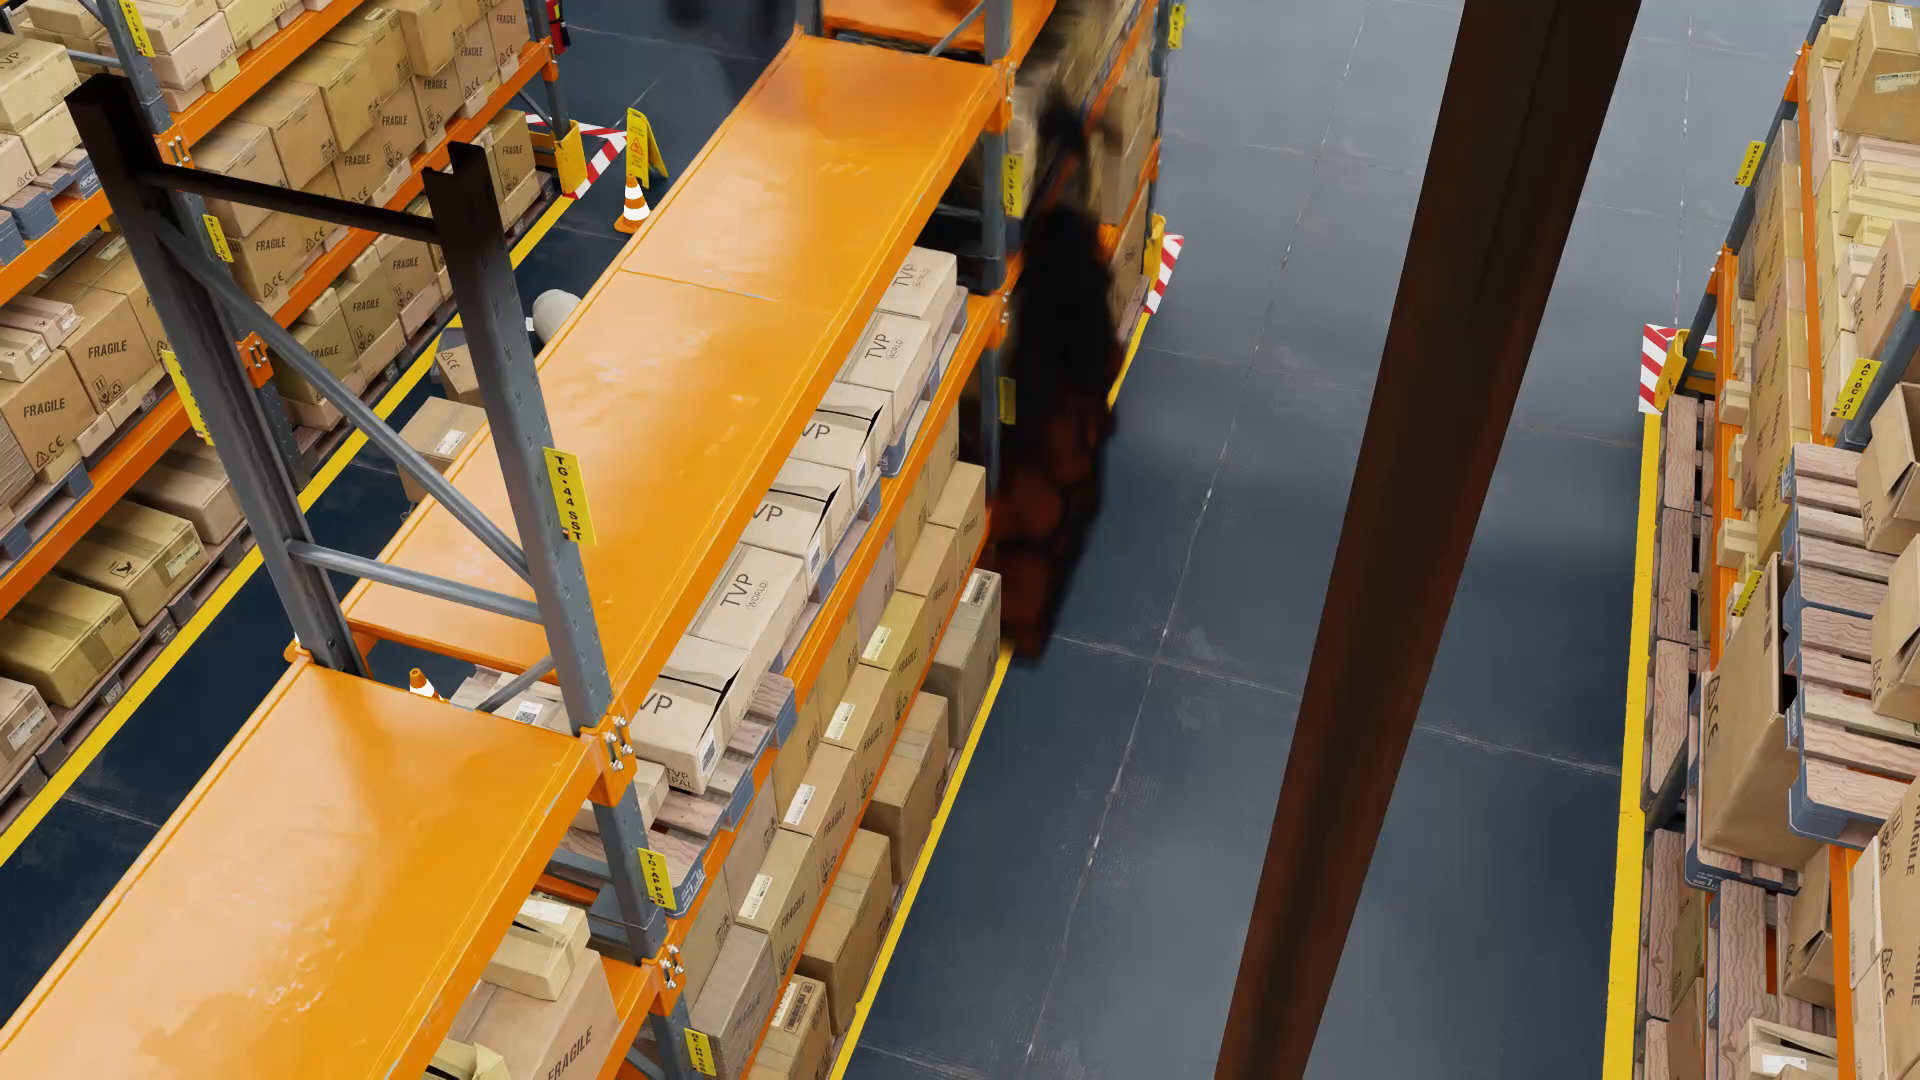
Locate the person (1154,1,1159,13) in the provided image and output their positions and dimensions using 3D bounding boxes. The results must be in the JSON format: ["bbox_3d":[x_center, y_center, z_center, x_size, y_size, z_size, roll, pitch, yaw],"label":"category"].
[{"bbox_3d":[1.440,-4.471,14.282,0.633,1.789,0.726,-19,49,-17],"label":"person"}]
